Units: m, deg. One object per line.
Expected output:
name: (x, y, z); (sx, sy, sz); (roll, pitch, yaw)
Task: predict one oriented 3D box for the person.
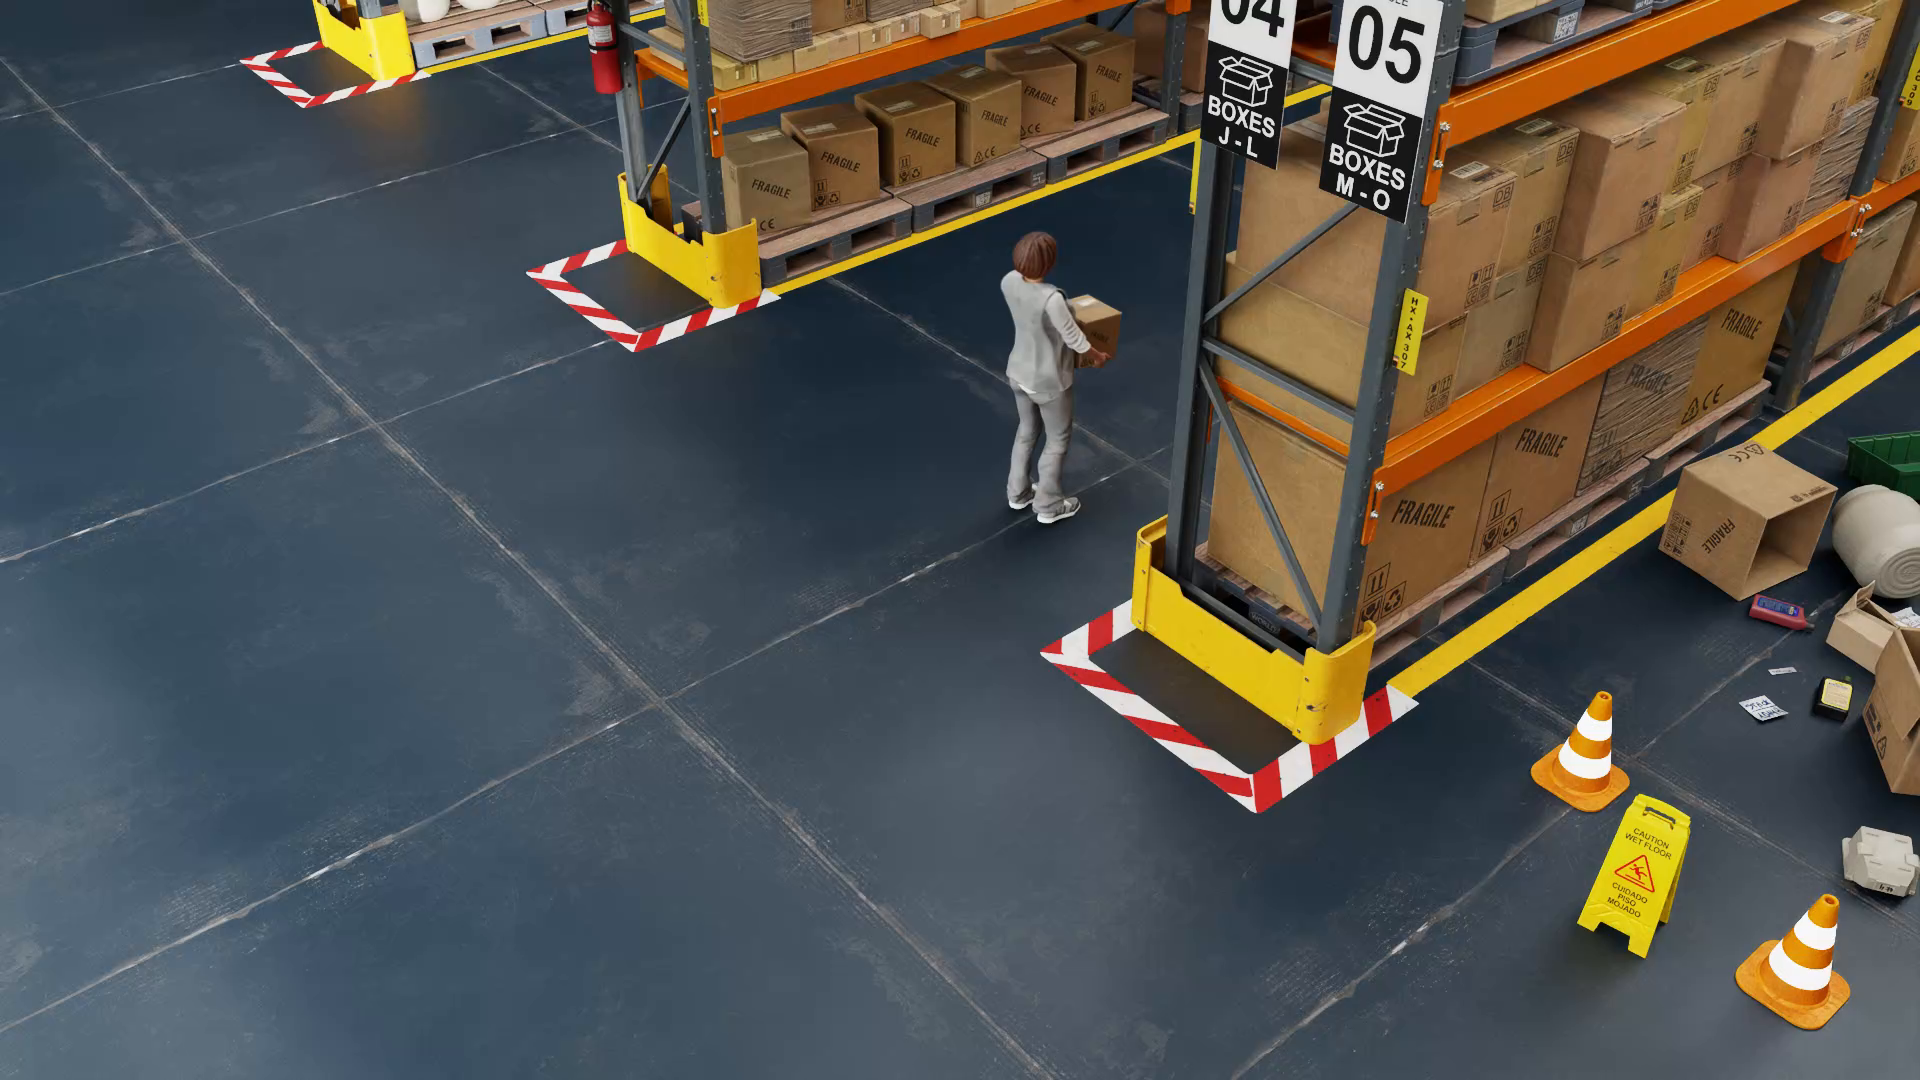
person: (0.464, -0.819, 8.200); (0.492, 1.591, 0.404); (-26, 43, -30)
